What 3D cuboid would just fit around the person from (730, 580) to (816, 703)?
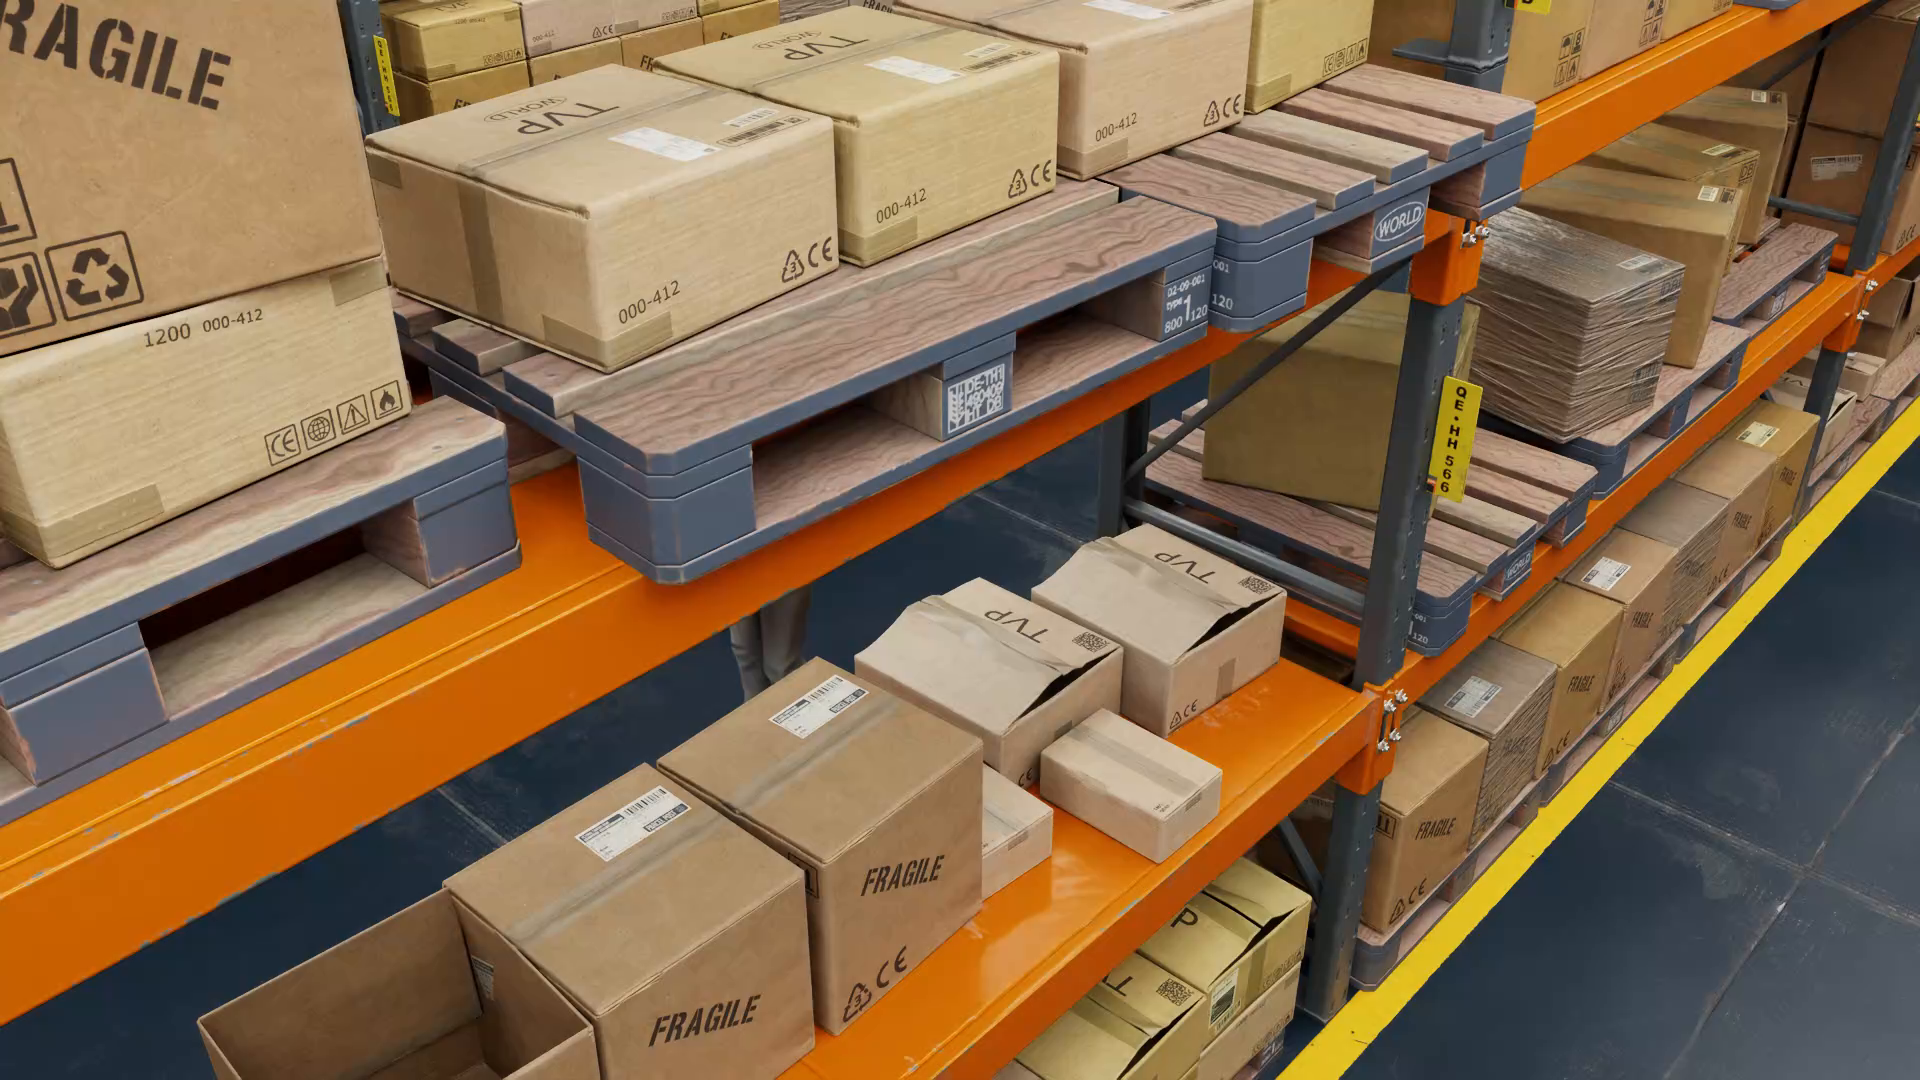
[{"bbox_3d":[-0.718,0.118,5.955,0.436,1.663,0.560,26,40,36],"label":"person"}]
